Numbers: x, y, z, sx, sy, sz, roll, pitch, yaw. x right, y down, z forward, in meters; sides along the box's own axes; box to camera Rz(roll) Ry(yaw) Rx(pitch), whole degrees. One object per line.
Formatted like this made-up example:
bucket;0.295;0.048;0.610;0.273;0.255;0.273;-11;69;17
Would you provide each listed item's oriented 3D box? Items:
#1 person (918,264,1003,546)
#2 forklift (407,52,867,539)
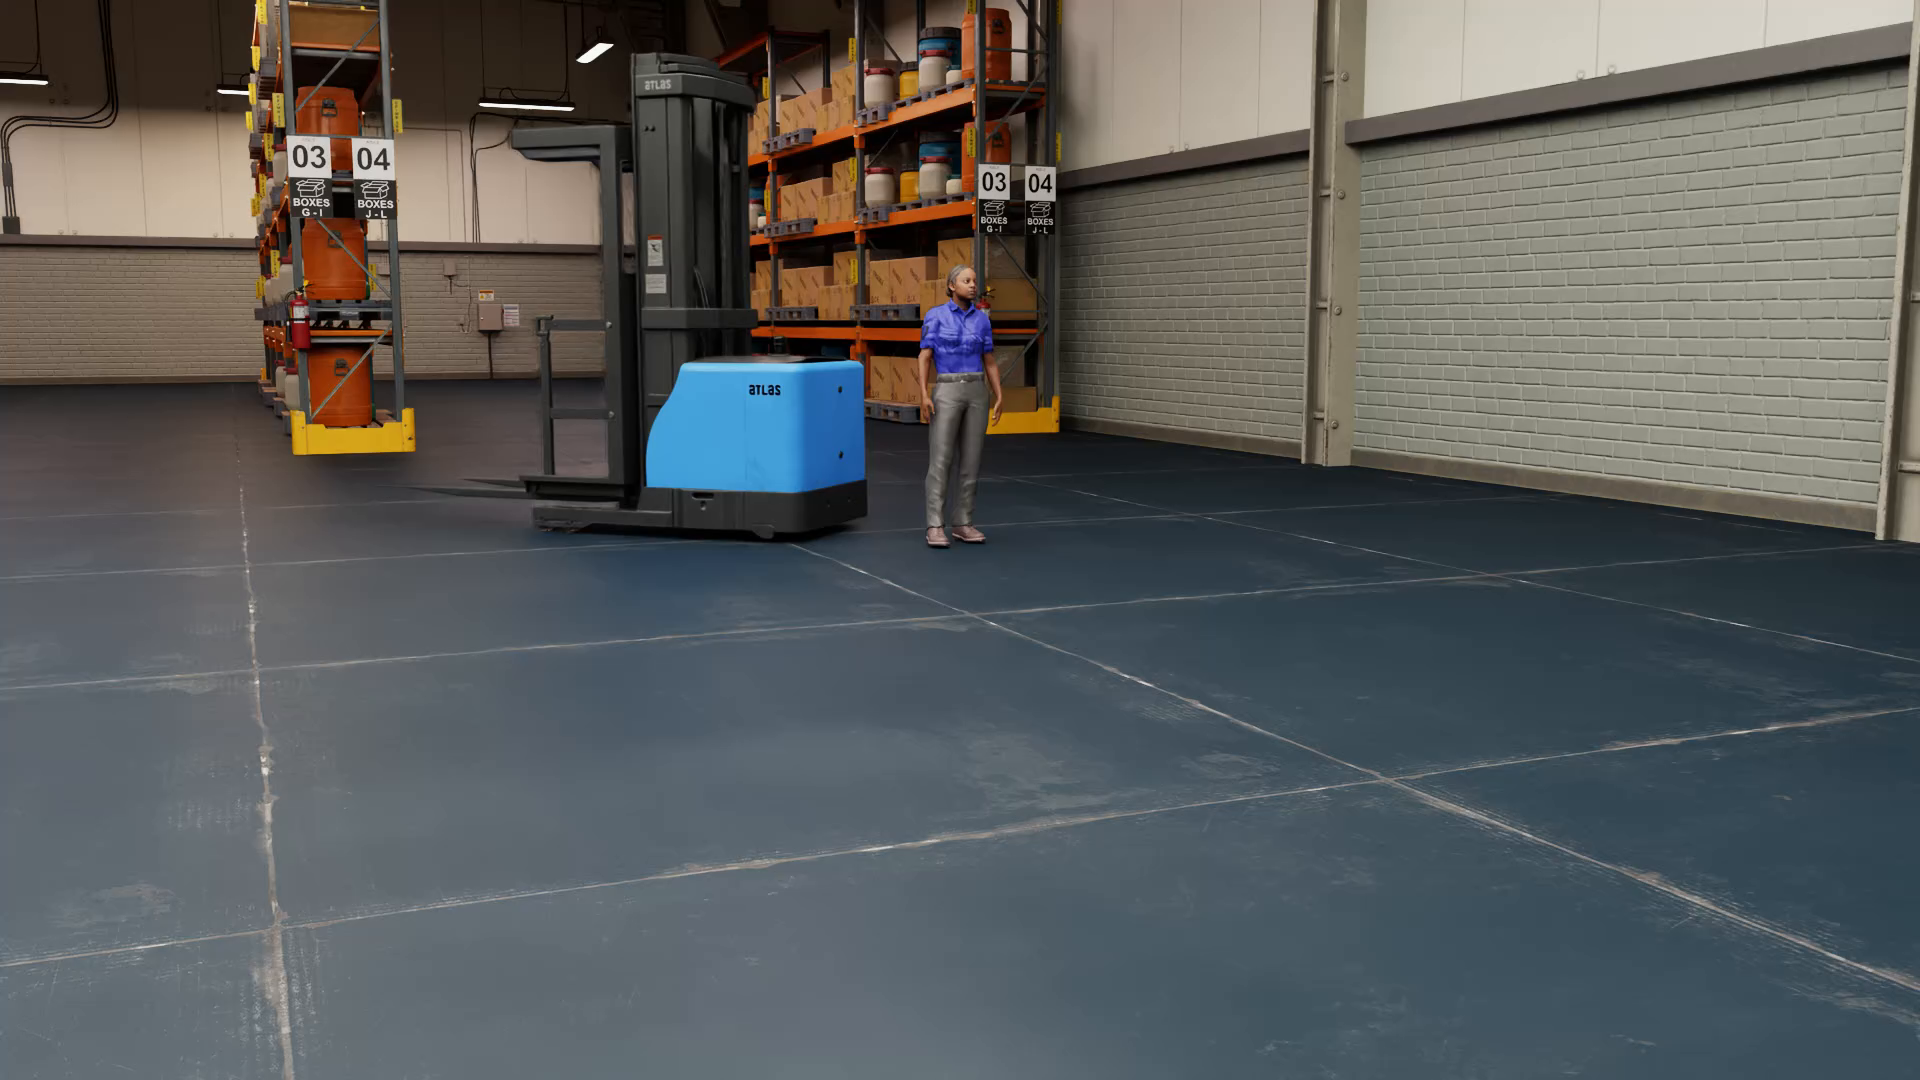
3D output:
person;0.017;-0.816;9.957;0.570;1.657;0.502;-3;8;-23
forklift;-2.172;-1.556;10.741;3.031;2.935;1.130;3;8;21
